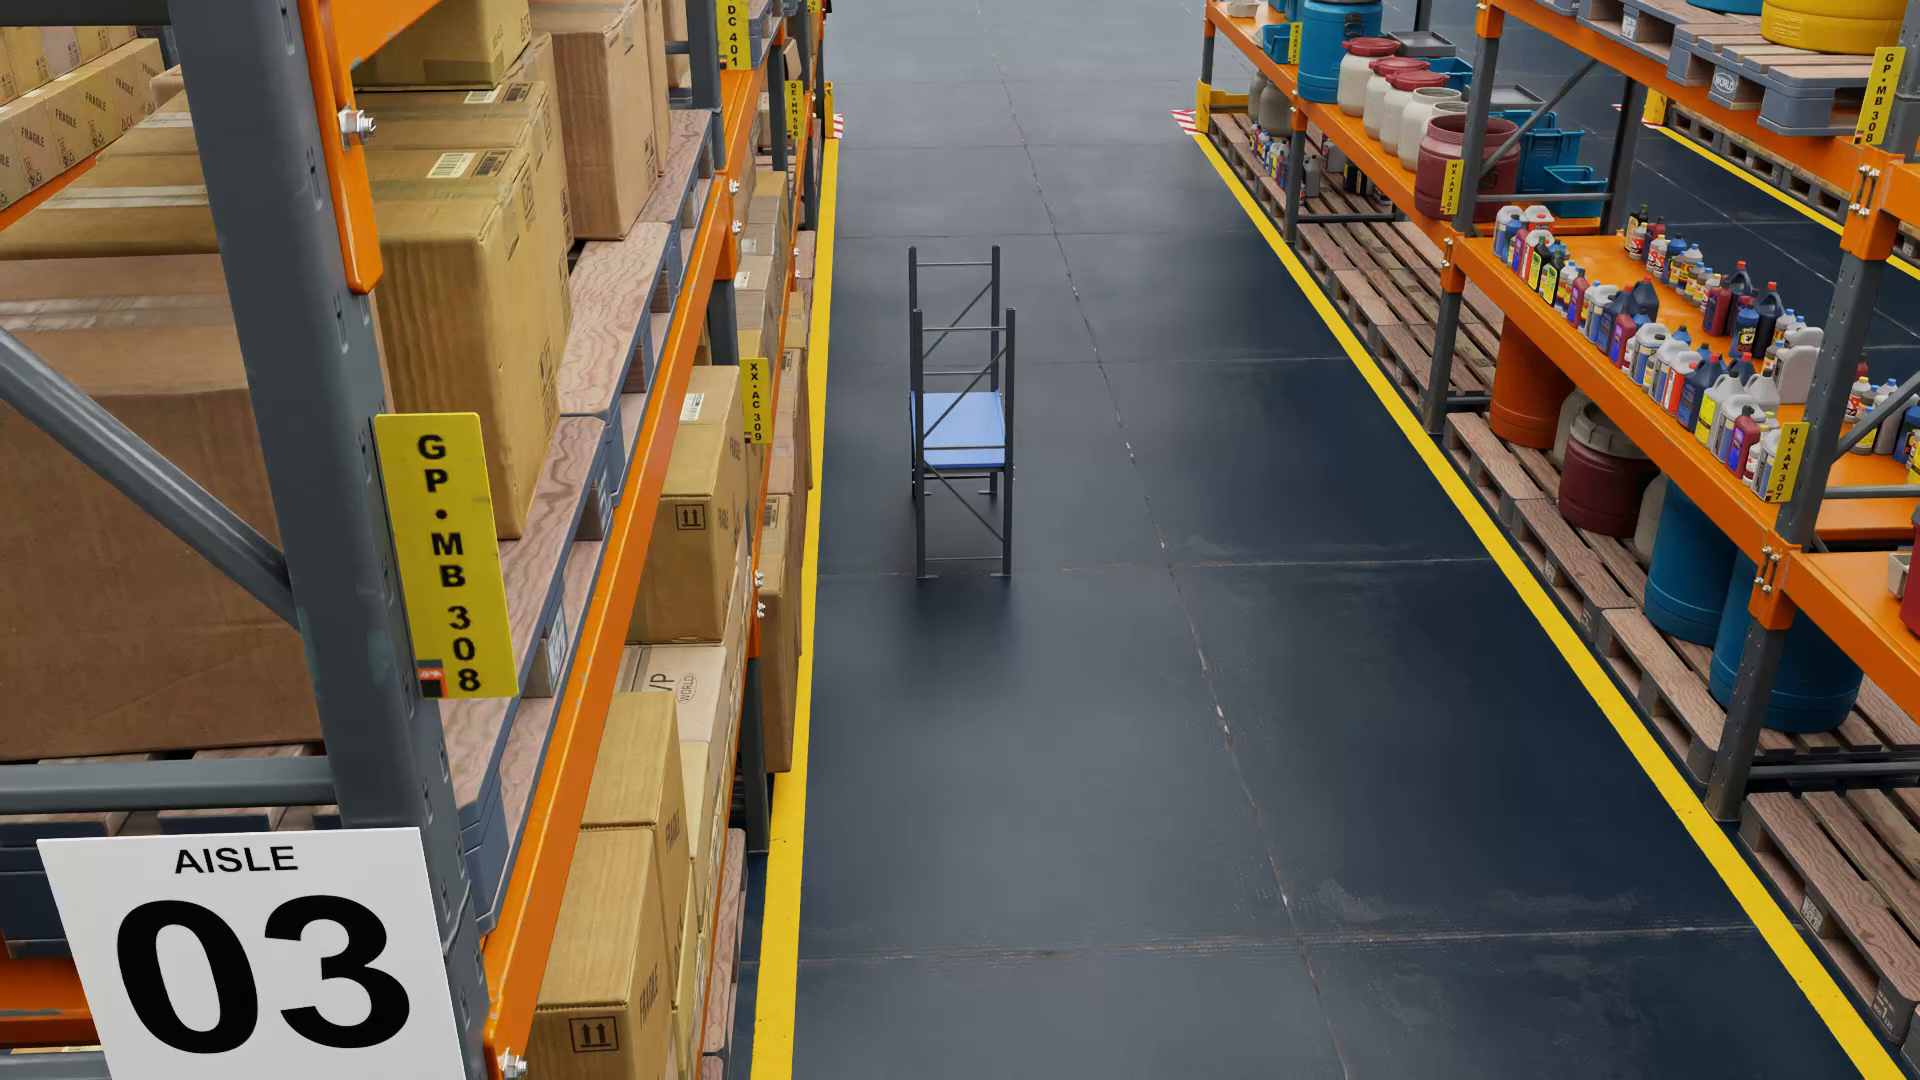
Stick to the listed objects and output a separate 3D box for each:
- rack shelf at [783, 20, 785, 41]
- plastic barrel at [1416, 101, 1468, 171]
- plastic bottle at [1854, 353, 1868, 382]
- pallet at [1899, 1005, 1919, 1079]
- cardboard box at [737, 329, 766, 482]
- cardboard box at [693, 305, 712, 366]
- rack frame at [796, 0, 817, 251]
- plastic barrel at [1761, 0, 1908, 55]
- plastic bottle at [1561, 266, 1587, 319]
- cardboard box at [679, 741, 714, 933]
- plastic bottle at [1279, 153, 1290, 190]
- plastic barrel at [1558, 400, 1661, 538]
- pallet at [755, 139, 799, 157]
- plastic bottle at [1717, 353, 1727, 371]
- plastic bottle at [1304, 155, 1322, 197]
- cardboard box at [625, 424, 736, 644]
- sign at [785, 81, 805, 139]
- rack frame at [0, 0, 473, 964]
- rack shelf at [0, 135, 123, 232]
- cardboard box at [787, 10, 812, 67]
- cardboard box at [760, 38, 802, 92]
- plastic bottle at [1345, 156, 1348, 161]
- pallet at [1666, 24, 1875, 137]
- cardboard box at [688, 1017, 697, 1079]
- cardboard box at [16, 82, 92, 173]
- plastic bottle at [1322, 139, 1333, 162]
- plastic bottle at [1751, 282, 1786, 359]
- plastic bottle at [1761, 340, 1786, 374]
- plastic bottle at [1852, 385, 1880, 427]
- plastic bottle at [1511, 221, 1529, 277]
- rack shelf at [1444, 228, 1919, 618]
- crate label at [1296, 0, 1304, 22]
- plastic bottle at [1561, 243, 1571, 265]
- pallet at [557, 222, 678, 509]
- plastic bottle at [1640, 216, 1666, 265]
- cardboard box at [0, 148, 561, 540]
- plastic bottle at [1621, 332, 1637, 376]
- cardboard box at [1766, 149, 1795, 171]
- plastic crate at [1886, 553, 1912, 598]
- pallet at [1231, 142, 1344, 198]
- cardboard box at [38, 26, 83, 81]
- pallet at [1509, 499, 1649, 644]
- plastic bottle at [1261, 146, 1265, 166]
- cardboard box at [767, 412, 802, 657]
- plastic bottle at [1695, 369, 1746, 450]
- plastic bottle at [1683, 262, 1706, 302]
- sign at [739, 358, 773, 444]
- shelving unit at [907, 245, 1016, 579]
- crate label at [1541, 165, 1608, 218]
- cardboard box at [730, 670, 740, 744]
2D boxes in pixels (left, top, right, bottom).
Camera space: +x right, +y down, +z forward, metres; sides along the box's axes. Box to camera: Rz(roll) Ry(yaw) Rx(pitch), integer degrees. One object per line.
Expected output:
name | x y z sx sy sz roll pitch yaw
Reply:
rack shelf | -1.595 -3.844 10.910 1.077 0.370 4.000 -1 28 -3
plastic barrel | 3.189 -2.548 10.771 0.421 0.512 0.421 0 28 0
plastic bottle | 4.025 -0.719 7.512 0.061 0.283 0.133 -1 28 -3
pallet | 3.808 1.959 5.267 1.003 0.211 1.213 -1 28 -3
cardboard box | -1.083 -0.557 6.965 0.500 0.500 0.500 -1 28 -3
cardboard box | -1.323 -0.846 6.435 0.797 0.503 0.637 -2 28 -4
rack frame | -1.699 -3.756 13.208 1.000 3.000 0.127 -1 28 -3
plastic barrel | 3.414 -2.197 6.318 0.600 0.588 0.600 0 28 0
plastic bottle | 3.182 -1.283 8.605 0.097 0.271 0.097 0 28 0
cardboard box | -0.917 0.779 4.353 0.500 0.250 0.500 -2 28 -4
plastic bottle | 2.915 -3.275 14.675 0.144 0.351 0.185 -3 28 -5
plastic barrel | 3.557 -0.398 8.924 0.600 0.588 0.708 -1 28 -3
pallet | -1.635 -2.737 11.462 1.003 0.211 1.213 -1 28 -3
plastic bottle | 3.399 -0.712 7.510 0.097 0.271 0.097 0 28 0
plastic bottle | 3.069 -3.190 14.512 0.144 0.351 0.185 -1 28 -3
cardboard box | -0.969 -0.022 5.079 0.500 0.500 0.500 -1 28 -2
sign | -0.936 -2.437 9.427 0.100 0.325 0.005 -1 28 -3
rack frame | -1.073 -0.874 1.195 1.000 3.000 0.127 -1 28 -3
rack shelf | -6.553 -2.440 11.463 1.077 0.370 4.000 -1 28 -3
cardboard box | -1.661 -4.142 13.517 0.875 0.500 0.500 -1 28 -3
cardboard box | -1.517 -3.190 11.556 0.797 0.503 0.637 1 28 3
plastic bottle | 3.587 -3.563 15.226 0.144 0.351 0.185 -2 28 -3
pallet | 3.526 -1.787 6.393 1.213 0.211 1.003 -1 28 -3
cardboard box | -0.817 1.251 3.880 0.380 0.149 0.250 -2 28 -4
cardboard box | -6.282 -2.792 11.251 0.500 0.500 0.500 -2 28 -3
plastic bottle | 3.441 -3.647 15.549 0.097 0.201 0.097 0 28 0
plastic bottle | 3.946 -1.081 8.132 0.144 0.351 0.185 -1 28 -3
plastic bottle | 3.837 -0.839 7.830 0.097 0.201 0.097 0 28 0
plastic bottle | 4.018 -0.584 7.341 0.097 0.201 0.097 0 28 0
plastic bottle | 3.127 -1.616 9.231 0.061 0.283 0.133 -1 28 -3
rack shelf | 3.560 -0.786 8.291 1.077 0.370 4.000 -1 28 -3
crate label | 3.404 -4.895 15.354 0.502 0.435 0.616 -1 28 -3
plastic bottle | 3.303 -1.531 9.156 0.097 0.201 0.097 0 28 0
pallet | -1.189 -0.412 3.649 1.003 0.211 1.213 -1 28 -3
plastic bottle | 3.915 -1.694 9.380 0.061 0.283 0.133 -1 28 -3
cardboard box | -1.063 -0.321 2.708 0.700 0.500 0.500 -2 28 -5
plastic bottle | 3.223 -0.891 7.930 0.097 0.201 0.097 0 28 0
cardboard box | 7.894 -3.631 15.488 0.500 0.250 0.500 -1 28 -3
plastic crate | 3.546 0.127 5.982 0.396 0.136 0.243 -1 28 -3
pallet | 3.187 -3.515 15.762 1.003 0.211 1.213 -1 28 -3
cardboard box | -6.571 -3.471 11.471 0.700 0.500 0.500 -1 28 -2
pallet | 3.599 0.133 8.767 1.003 0.211 1.213 -1 28 -3
plastic bottle | 2.850 -3.582 15.425 0.097 0.201 0.097 0 28 0
cardboard box | -1.383 -0.013 7.876 1.225 0.875 0.875 -2 28 -4
plastic bottle | 3.290 -0.576 7.164 0.144 0.351 0.185 -1 28 -3
plastic bottle | 3.928 -1.379 8.865 0.097 0.201 0.097 0 28 0
sign | -0.728 -0.495 5.933 0.100 0.325 0.005 -1 28 -3
shelving unit | -0.004 -0.704 8.979 0.538 1.500 1.048 -1 28 -3
crate label | 3.808 -2.158 10.325 0.303 0.233 0.416 -1 28 -3
cardboard box | -0.898 0.539 5.245 0.380 0.149 0.250 -1 28 -2
